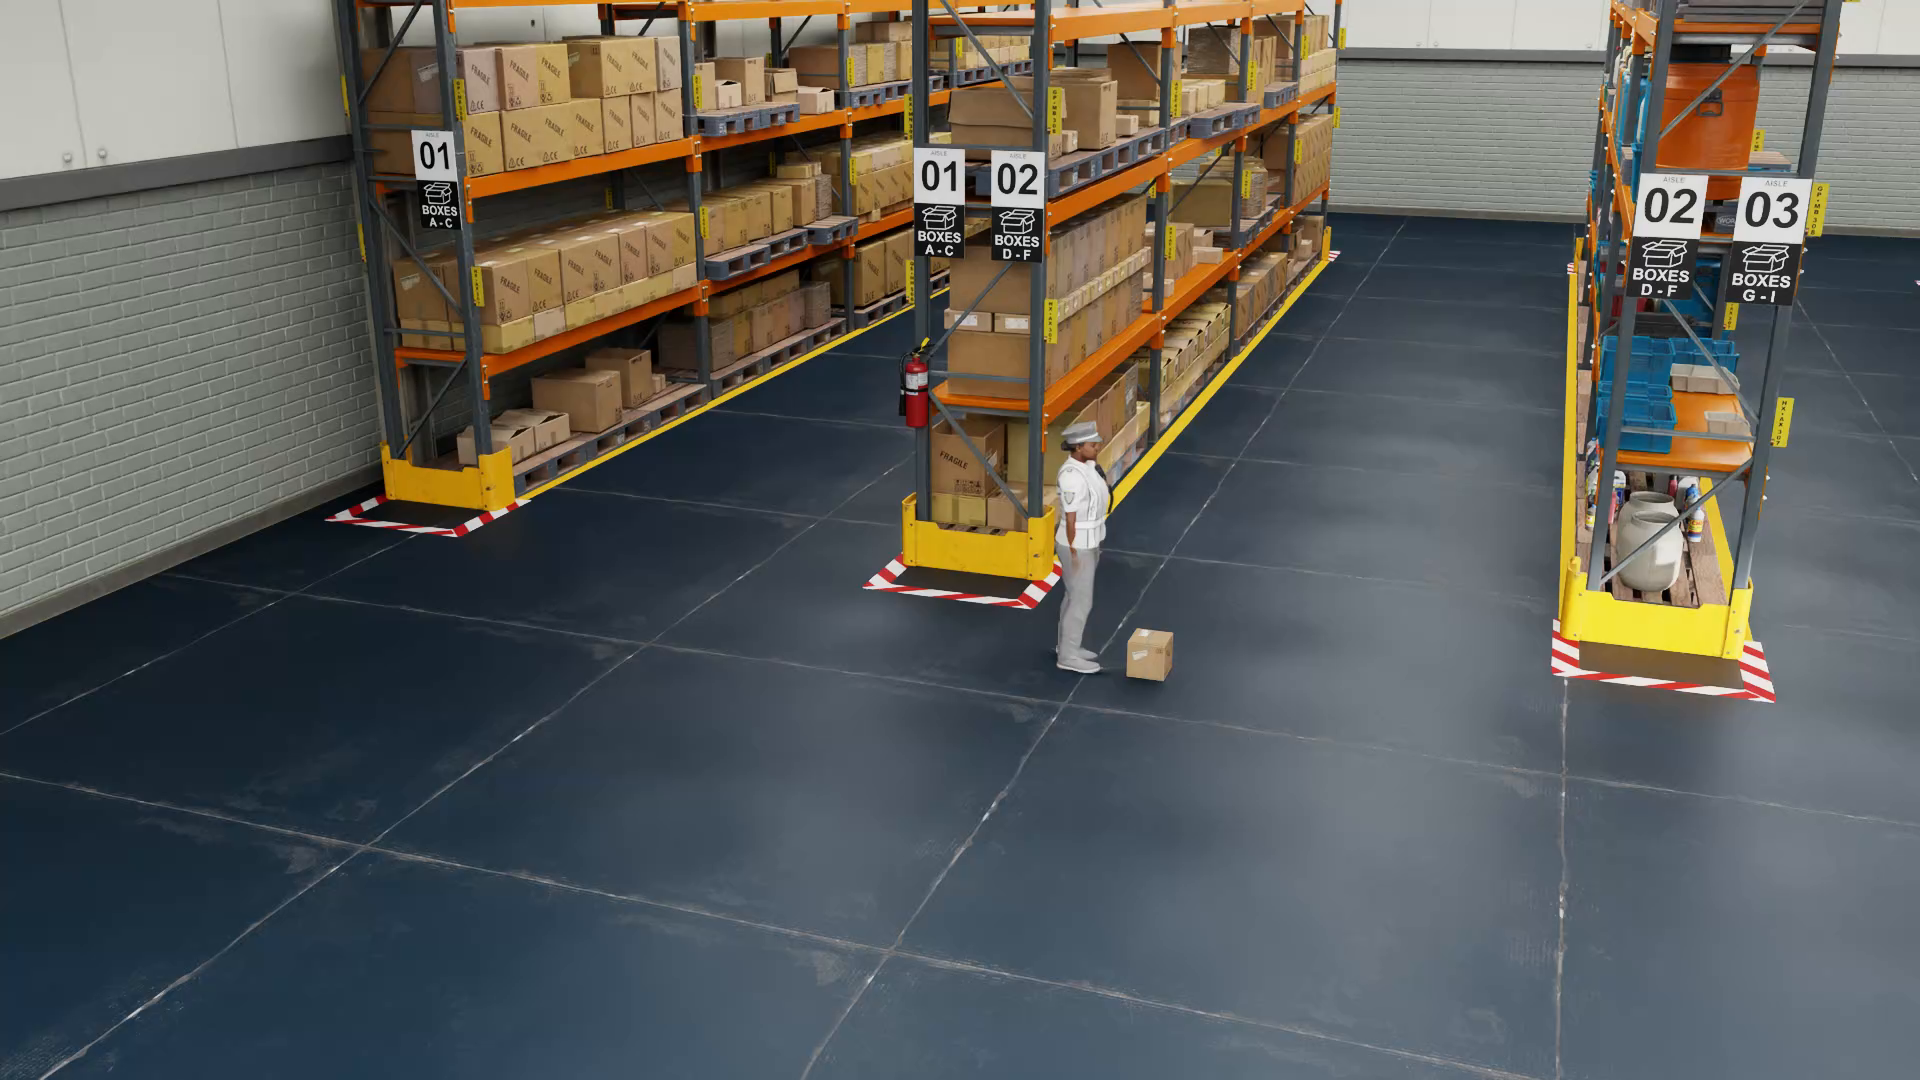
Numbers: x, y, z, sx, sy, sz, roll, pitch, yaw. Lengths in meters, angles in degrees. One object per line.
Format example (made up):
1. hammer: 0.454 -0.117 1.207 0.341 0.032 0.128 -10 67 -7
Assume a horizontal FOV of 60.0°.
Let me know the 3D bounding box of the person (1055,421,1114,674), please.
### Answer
1. person: 0.803 0.047 10.951 0.362 1.693 0.436 7 20 19
